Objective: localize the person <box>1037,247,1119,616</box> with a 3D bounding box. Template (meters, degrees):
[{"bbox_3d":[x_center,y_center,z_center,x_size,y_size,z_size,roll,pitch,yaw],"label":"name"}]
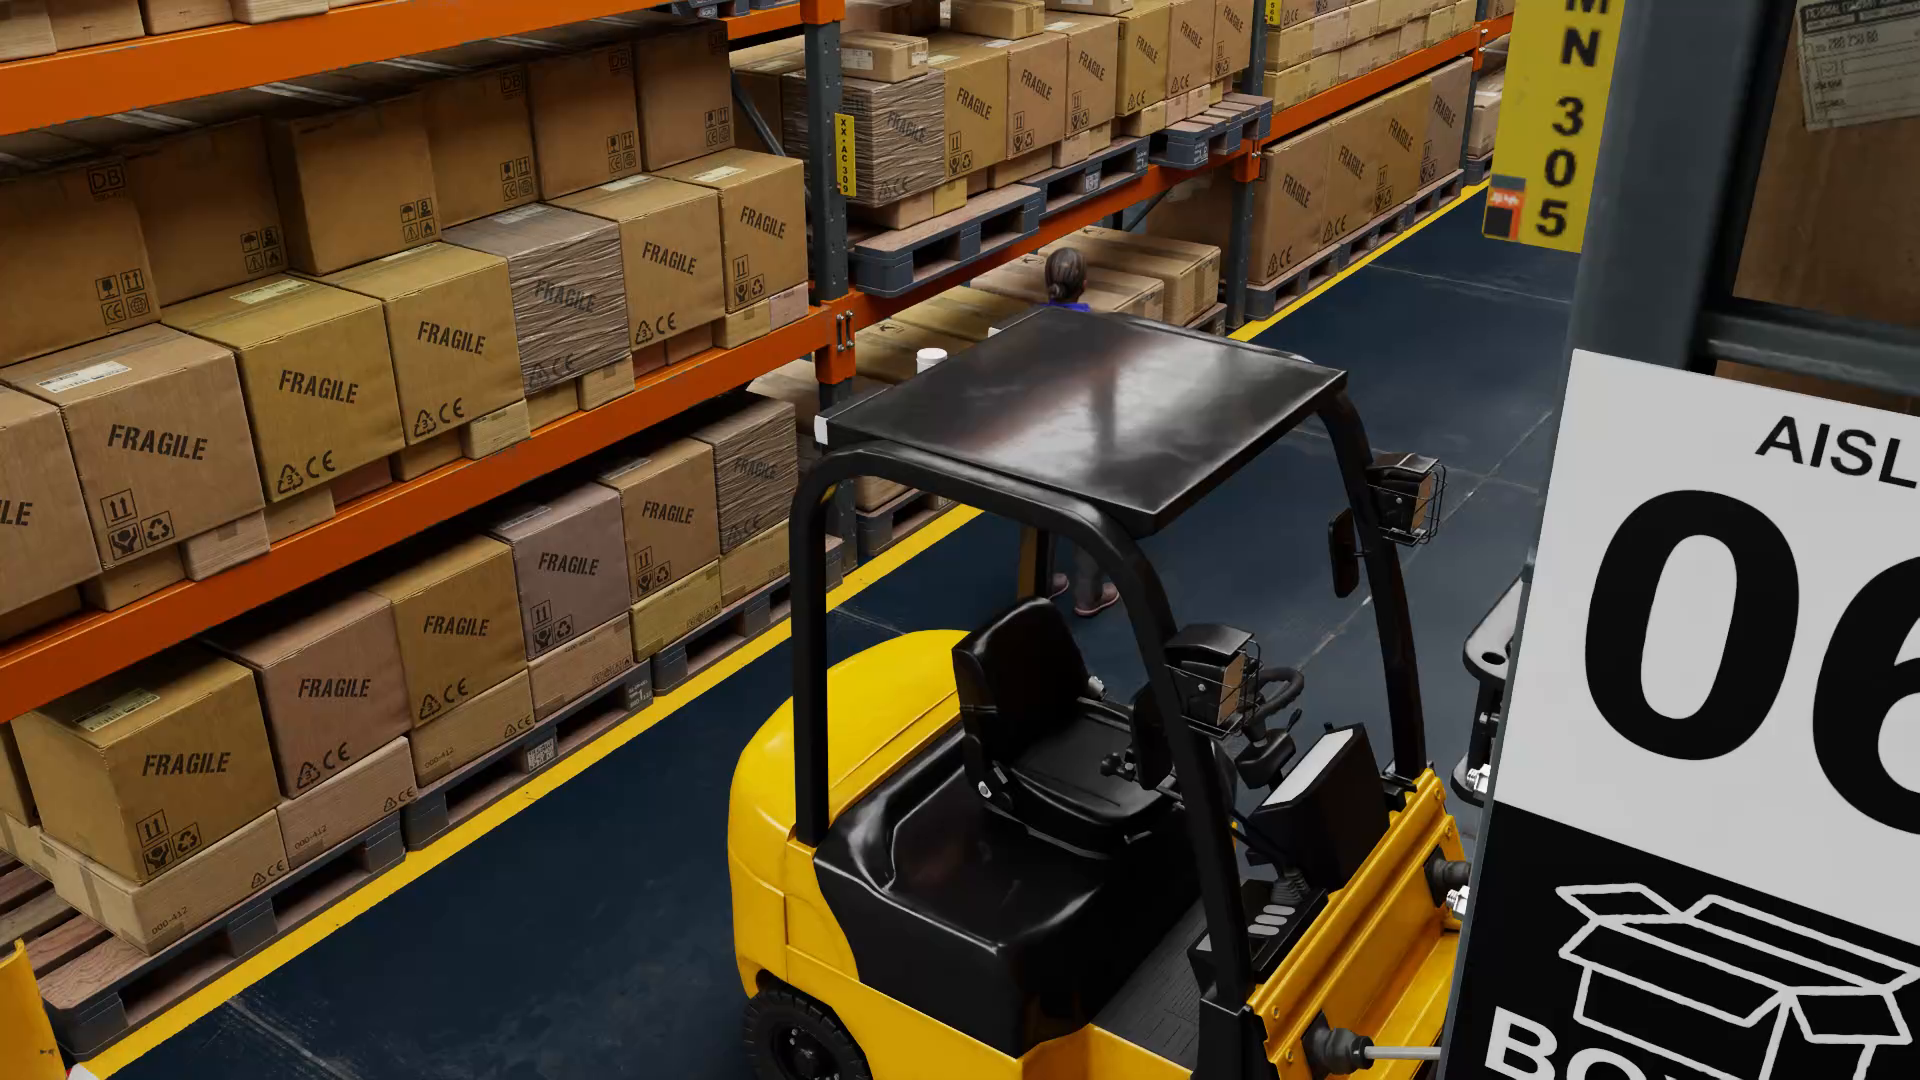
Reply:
[{"bbox_3d":[0.517,-0.471,7.055,0.451,1.650,0.512,18,32,31],"label":"person"}]
